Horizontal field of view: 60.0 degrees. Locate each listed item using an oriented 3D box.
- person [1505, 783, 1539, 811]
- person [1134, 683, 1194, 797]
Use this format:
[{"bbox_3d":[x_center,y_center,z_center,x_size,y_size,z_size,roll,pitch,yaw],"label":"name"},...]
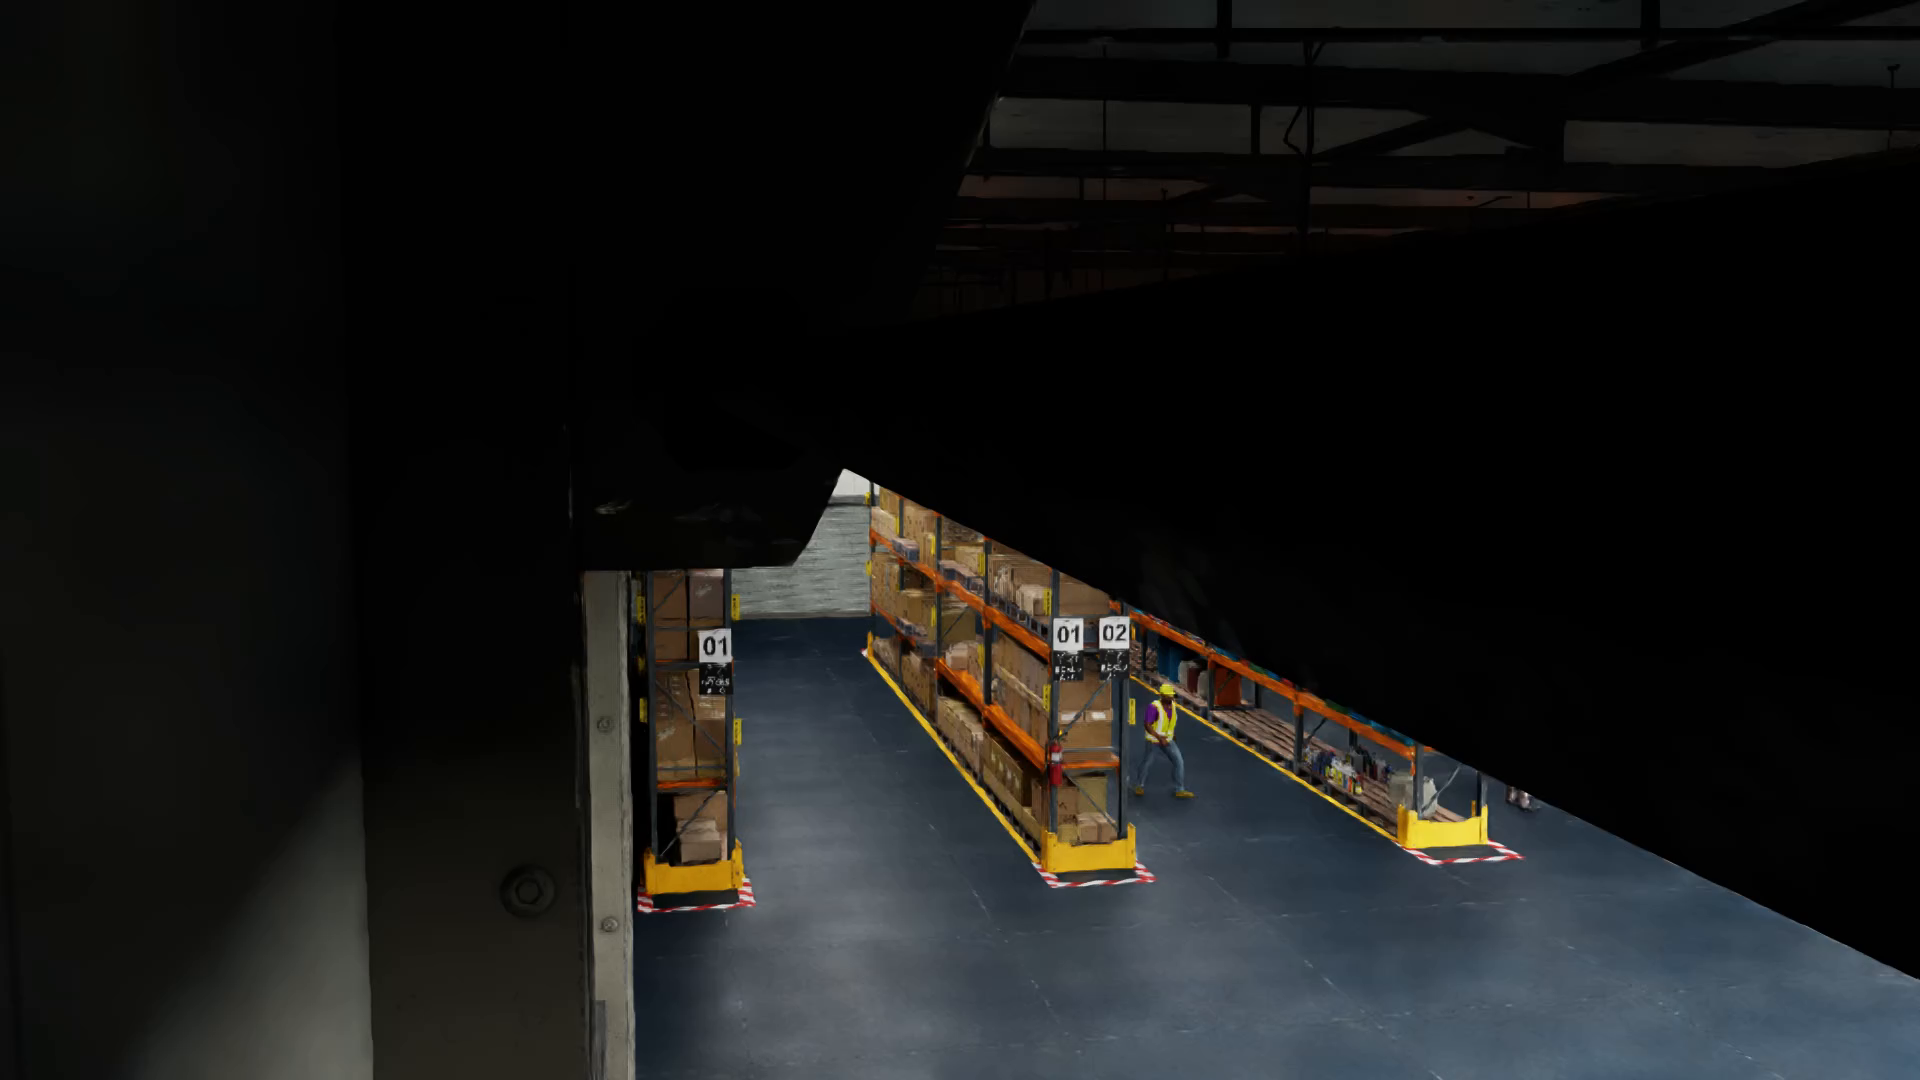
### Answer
[{"bbox_3d":[8.075,2.968,23.856,0.463,1.731,0.591,-4,7,-37],"label":"person"},{"bbox_3d":[2.947,2.928,24.441,0.705,1.700,0.828,-3,7,-29],"label":"person"}]
